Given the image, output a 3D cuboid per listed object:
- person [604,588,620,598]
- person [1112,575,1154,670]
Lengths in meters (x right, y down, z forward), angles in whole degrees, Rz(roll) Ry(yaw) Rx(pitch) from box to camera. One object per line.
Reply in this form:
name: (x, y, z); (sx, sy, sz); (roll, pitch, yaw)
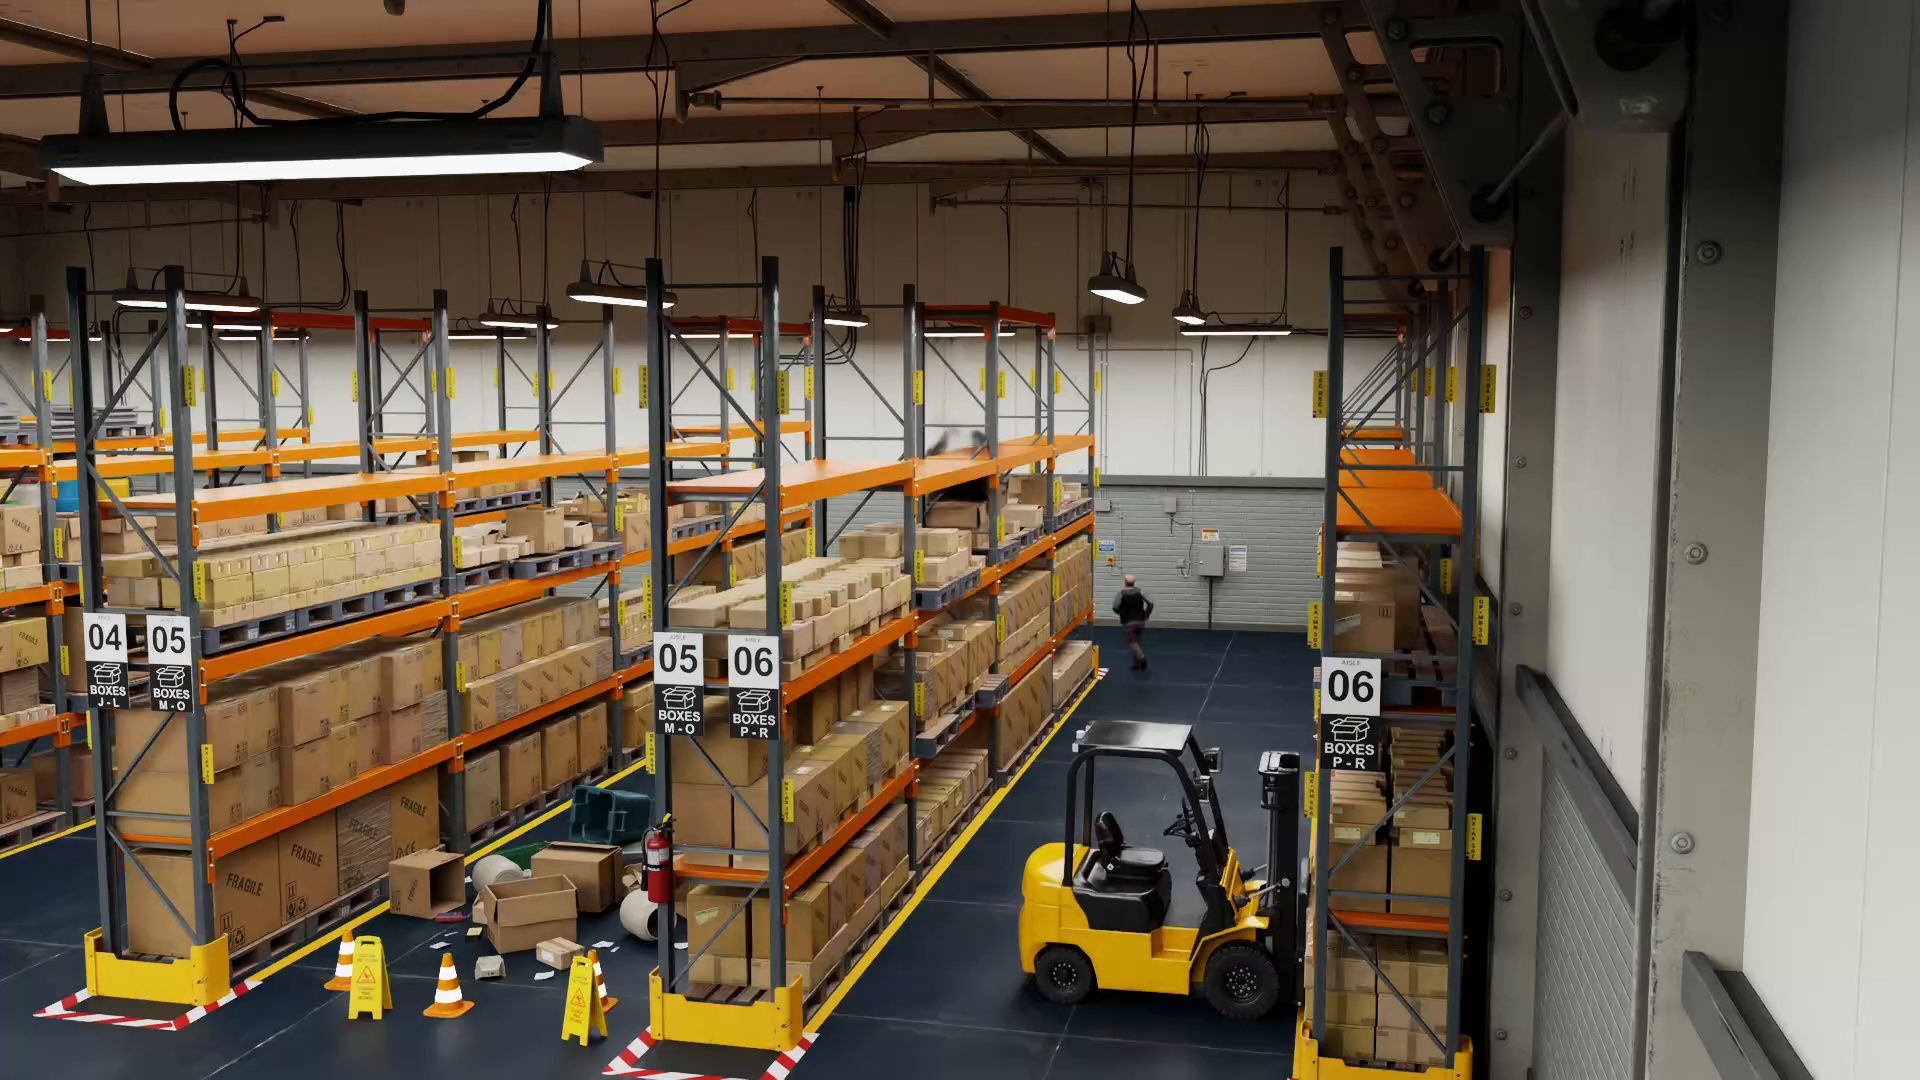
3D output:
person: (-5.536, 1.617, 26.833); (0.588, 1.747, 0.894); (2, 6, 22)
person: (2.957, 1.443, 28.571); (0.680, 1.708, 0.786); (-1, 6, -14)
